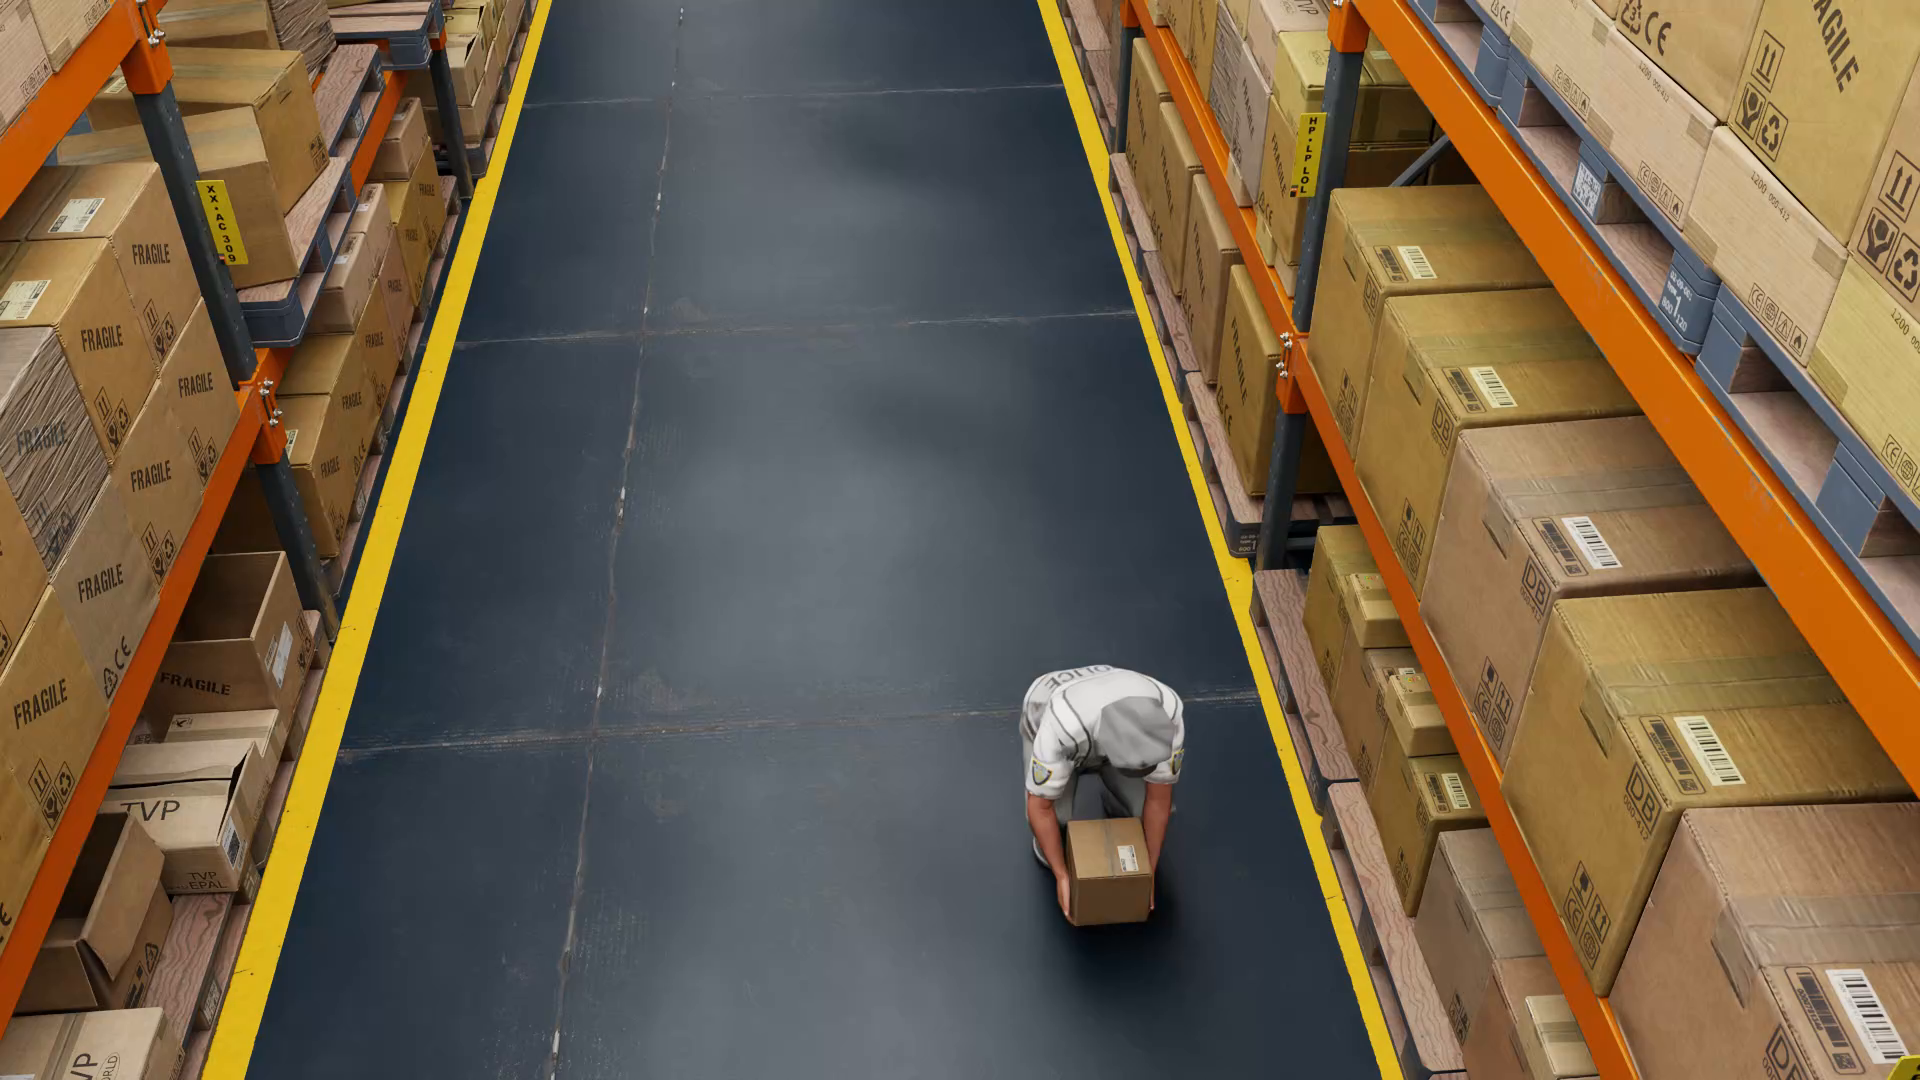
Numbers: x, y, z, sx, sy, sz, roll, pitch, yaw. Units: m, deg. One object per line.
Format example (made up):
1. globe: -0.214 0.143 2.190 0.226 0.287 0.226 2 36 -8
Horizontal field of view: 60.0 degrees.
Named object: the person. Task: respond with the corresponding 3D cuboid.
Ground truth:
1. person: 0.481 0.768 5.799 0.548 1.011 0.892 -3 39 -4
